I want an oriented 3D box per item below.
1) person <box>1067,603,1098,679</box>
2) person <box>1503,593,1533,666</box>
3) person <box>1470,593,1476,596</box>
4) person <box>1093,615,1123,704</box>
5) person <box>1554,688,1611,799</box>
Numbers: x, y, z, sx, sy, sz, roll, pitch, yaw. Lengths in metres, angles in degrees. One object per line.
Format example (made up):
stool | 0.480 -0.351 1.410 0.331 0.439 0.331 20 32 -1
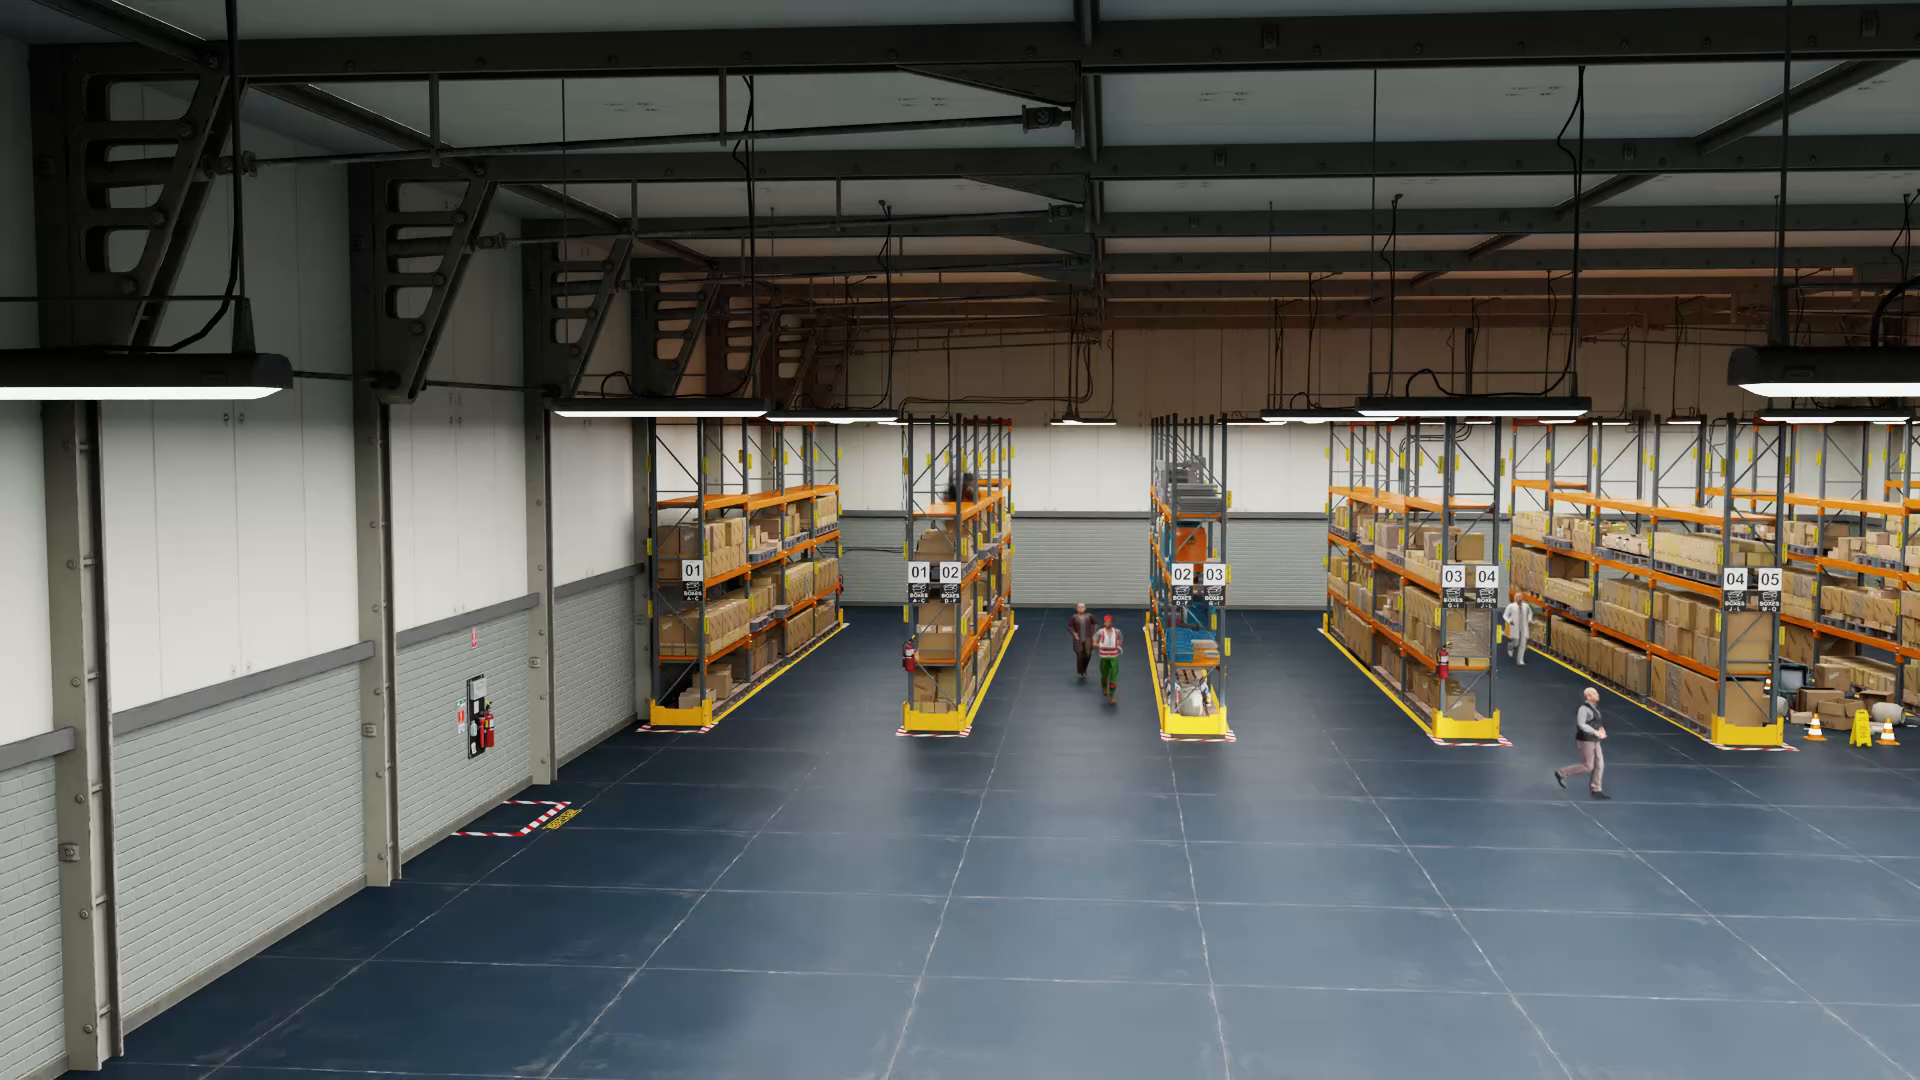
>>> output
person | 2.793 2.301 37.878 0.722 1.735 0.660 0 4 1
person | 13.561 2.154 40.315 0.724 1.747 0.925 0 4 4
person | 14.534 1.786 46.884 0.653 1.623 0.745 -3 5 -37
person | 3.103 2.462 34.769 0.654 1.791 0.976 0 4 -1
person | 9.735 3.141 25.898 0.821 1.720 0.669 3 5 35
